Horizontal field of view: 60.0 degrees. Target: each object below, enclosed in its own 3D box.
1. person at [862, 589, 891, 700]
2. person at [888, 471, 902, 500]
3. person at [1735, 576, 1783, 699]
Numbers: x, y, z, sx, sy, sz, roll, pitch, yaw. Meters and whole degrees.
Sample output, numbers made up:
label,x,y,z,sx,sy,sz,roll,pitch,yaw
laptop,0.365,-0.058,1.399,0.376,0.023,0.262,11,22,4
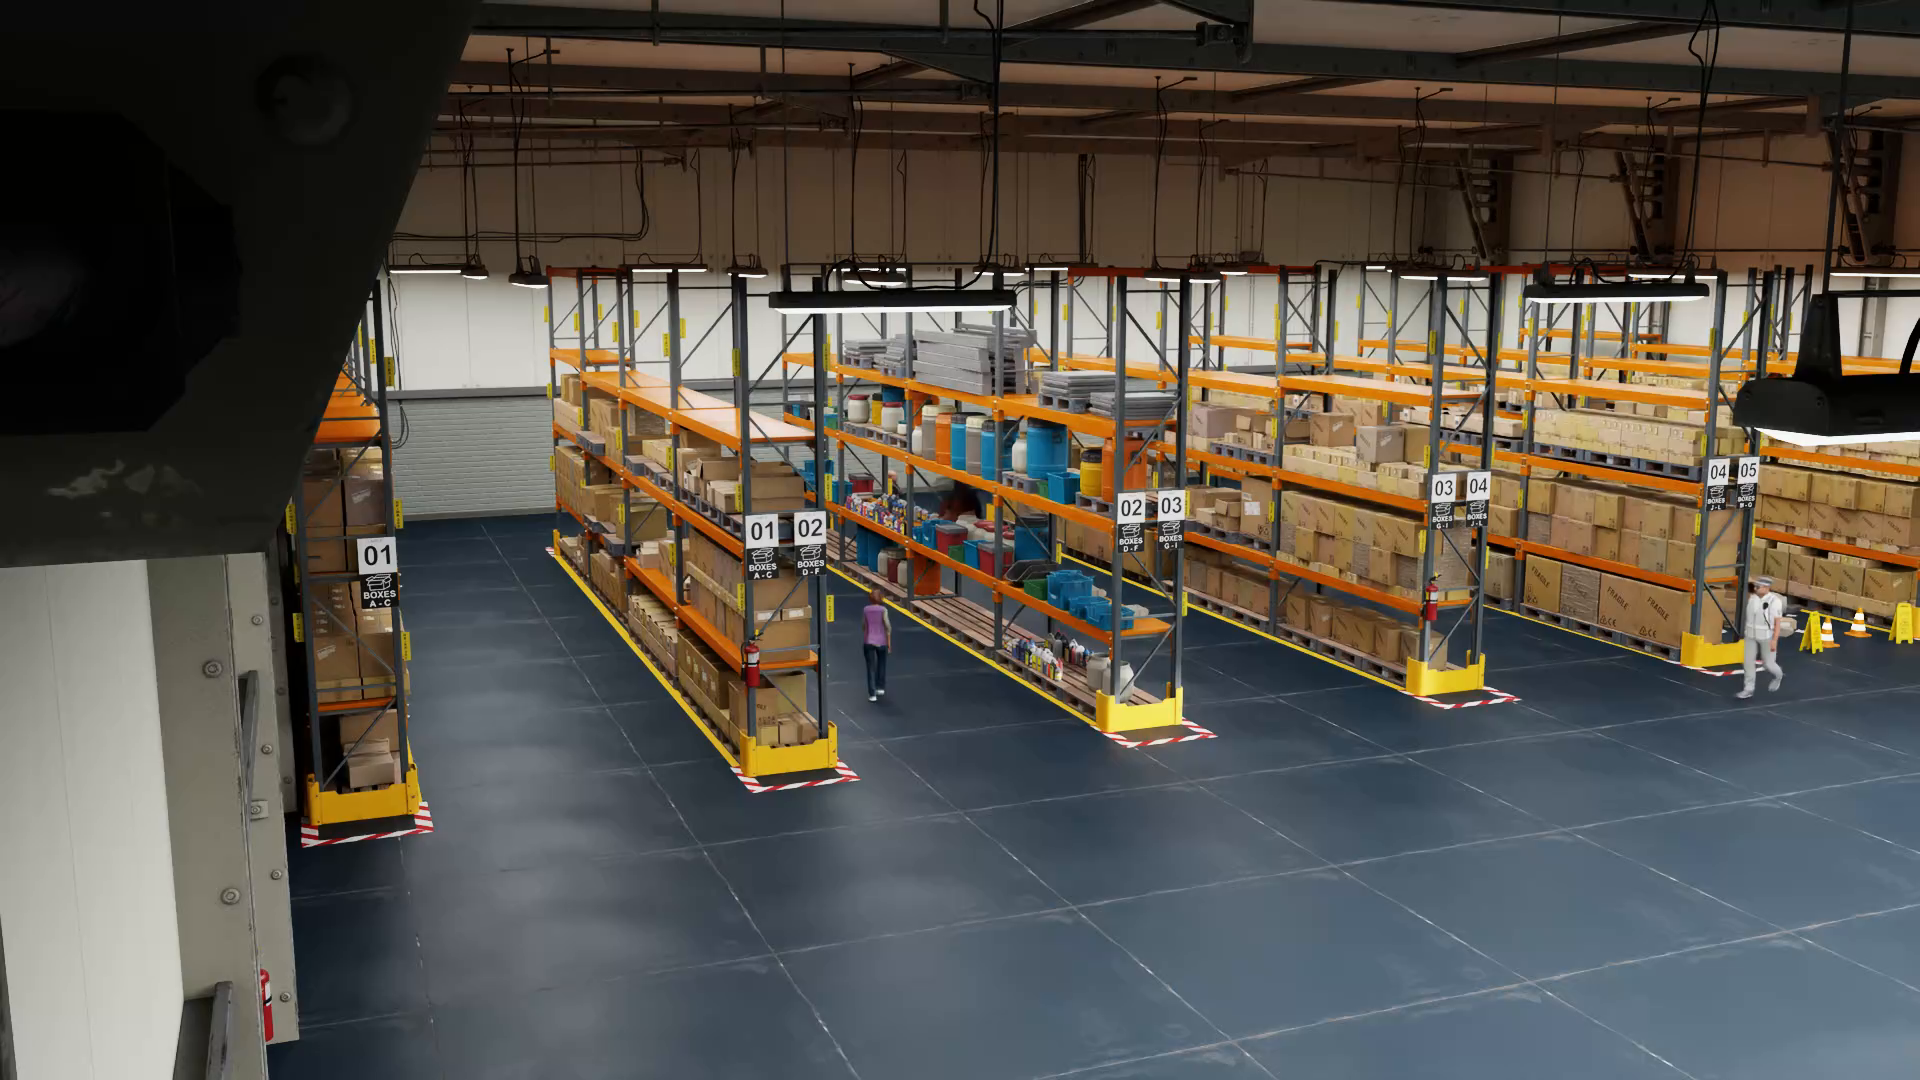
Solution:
label,x,y,z,sx,sy,sz,roll,pitch,yaw
person,-1.179,1.512,23.651,0.446,1.636,0.733,1,10,4
person,-1.438,-0.604,35.127,0.422,1.732,0.597,3,10,17
person,11.435,1.369,23.682,0.761,1.752,0.509,-9,13,-42
